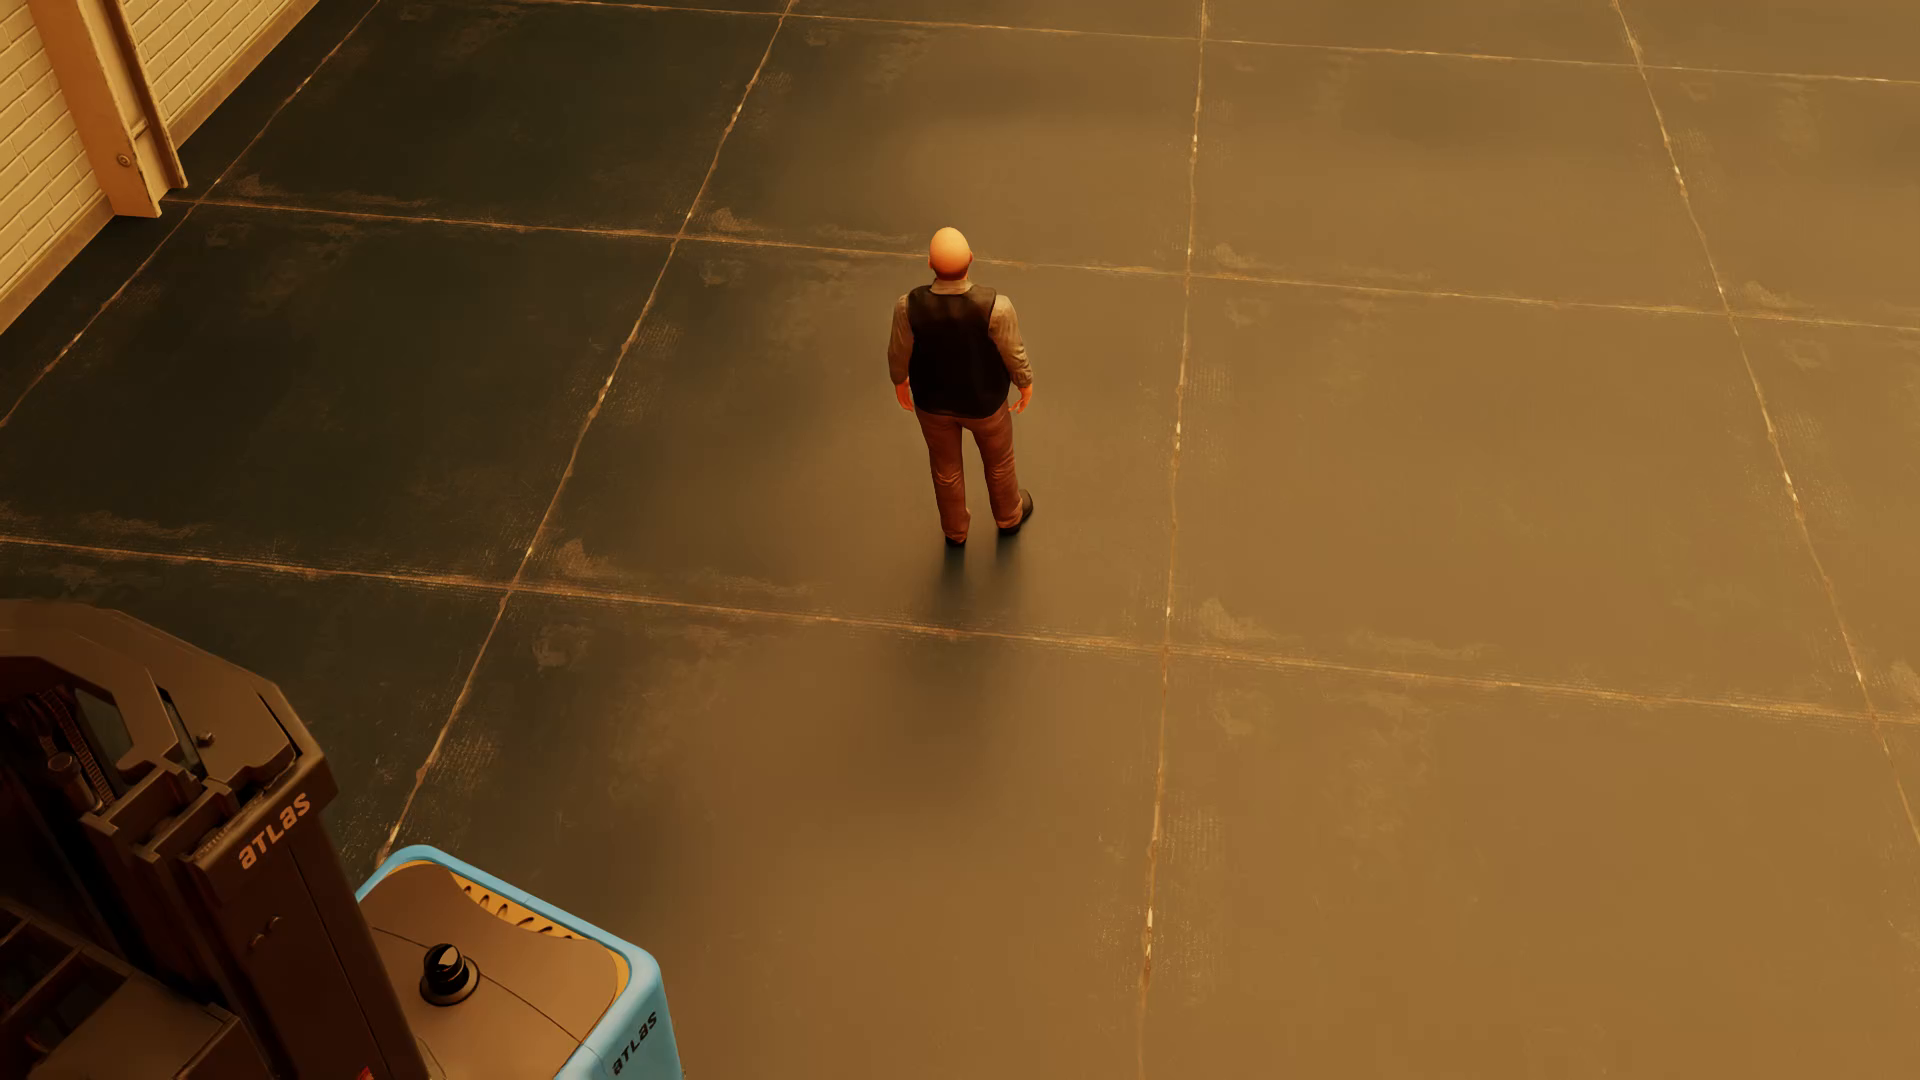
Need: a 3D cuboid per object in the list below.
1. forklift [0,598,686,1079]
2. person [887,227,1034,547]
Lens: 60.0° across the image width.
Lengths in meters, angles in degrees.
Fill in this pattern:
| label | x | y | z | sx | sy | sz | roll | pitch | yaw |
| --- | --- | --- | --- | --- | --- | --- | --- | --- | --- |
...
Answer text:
| label | x | y | z | sx | sy | sz | roll | pitch | yaw |
| --- | --- | --- | --- | --- | --- | --- | --- | --- | --- |
| forklift | -2.011 | 1.691 | 3.884 | 1.130 | 2.935 | 3.031 | 20 | 46 | 20 |
| person | 0.015 | -0.681 | 7.349 | 0.634 | 1.722 | 0.566 | 5 | 43 | 6 |
